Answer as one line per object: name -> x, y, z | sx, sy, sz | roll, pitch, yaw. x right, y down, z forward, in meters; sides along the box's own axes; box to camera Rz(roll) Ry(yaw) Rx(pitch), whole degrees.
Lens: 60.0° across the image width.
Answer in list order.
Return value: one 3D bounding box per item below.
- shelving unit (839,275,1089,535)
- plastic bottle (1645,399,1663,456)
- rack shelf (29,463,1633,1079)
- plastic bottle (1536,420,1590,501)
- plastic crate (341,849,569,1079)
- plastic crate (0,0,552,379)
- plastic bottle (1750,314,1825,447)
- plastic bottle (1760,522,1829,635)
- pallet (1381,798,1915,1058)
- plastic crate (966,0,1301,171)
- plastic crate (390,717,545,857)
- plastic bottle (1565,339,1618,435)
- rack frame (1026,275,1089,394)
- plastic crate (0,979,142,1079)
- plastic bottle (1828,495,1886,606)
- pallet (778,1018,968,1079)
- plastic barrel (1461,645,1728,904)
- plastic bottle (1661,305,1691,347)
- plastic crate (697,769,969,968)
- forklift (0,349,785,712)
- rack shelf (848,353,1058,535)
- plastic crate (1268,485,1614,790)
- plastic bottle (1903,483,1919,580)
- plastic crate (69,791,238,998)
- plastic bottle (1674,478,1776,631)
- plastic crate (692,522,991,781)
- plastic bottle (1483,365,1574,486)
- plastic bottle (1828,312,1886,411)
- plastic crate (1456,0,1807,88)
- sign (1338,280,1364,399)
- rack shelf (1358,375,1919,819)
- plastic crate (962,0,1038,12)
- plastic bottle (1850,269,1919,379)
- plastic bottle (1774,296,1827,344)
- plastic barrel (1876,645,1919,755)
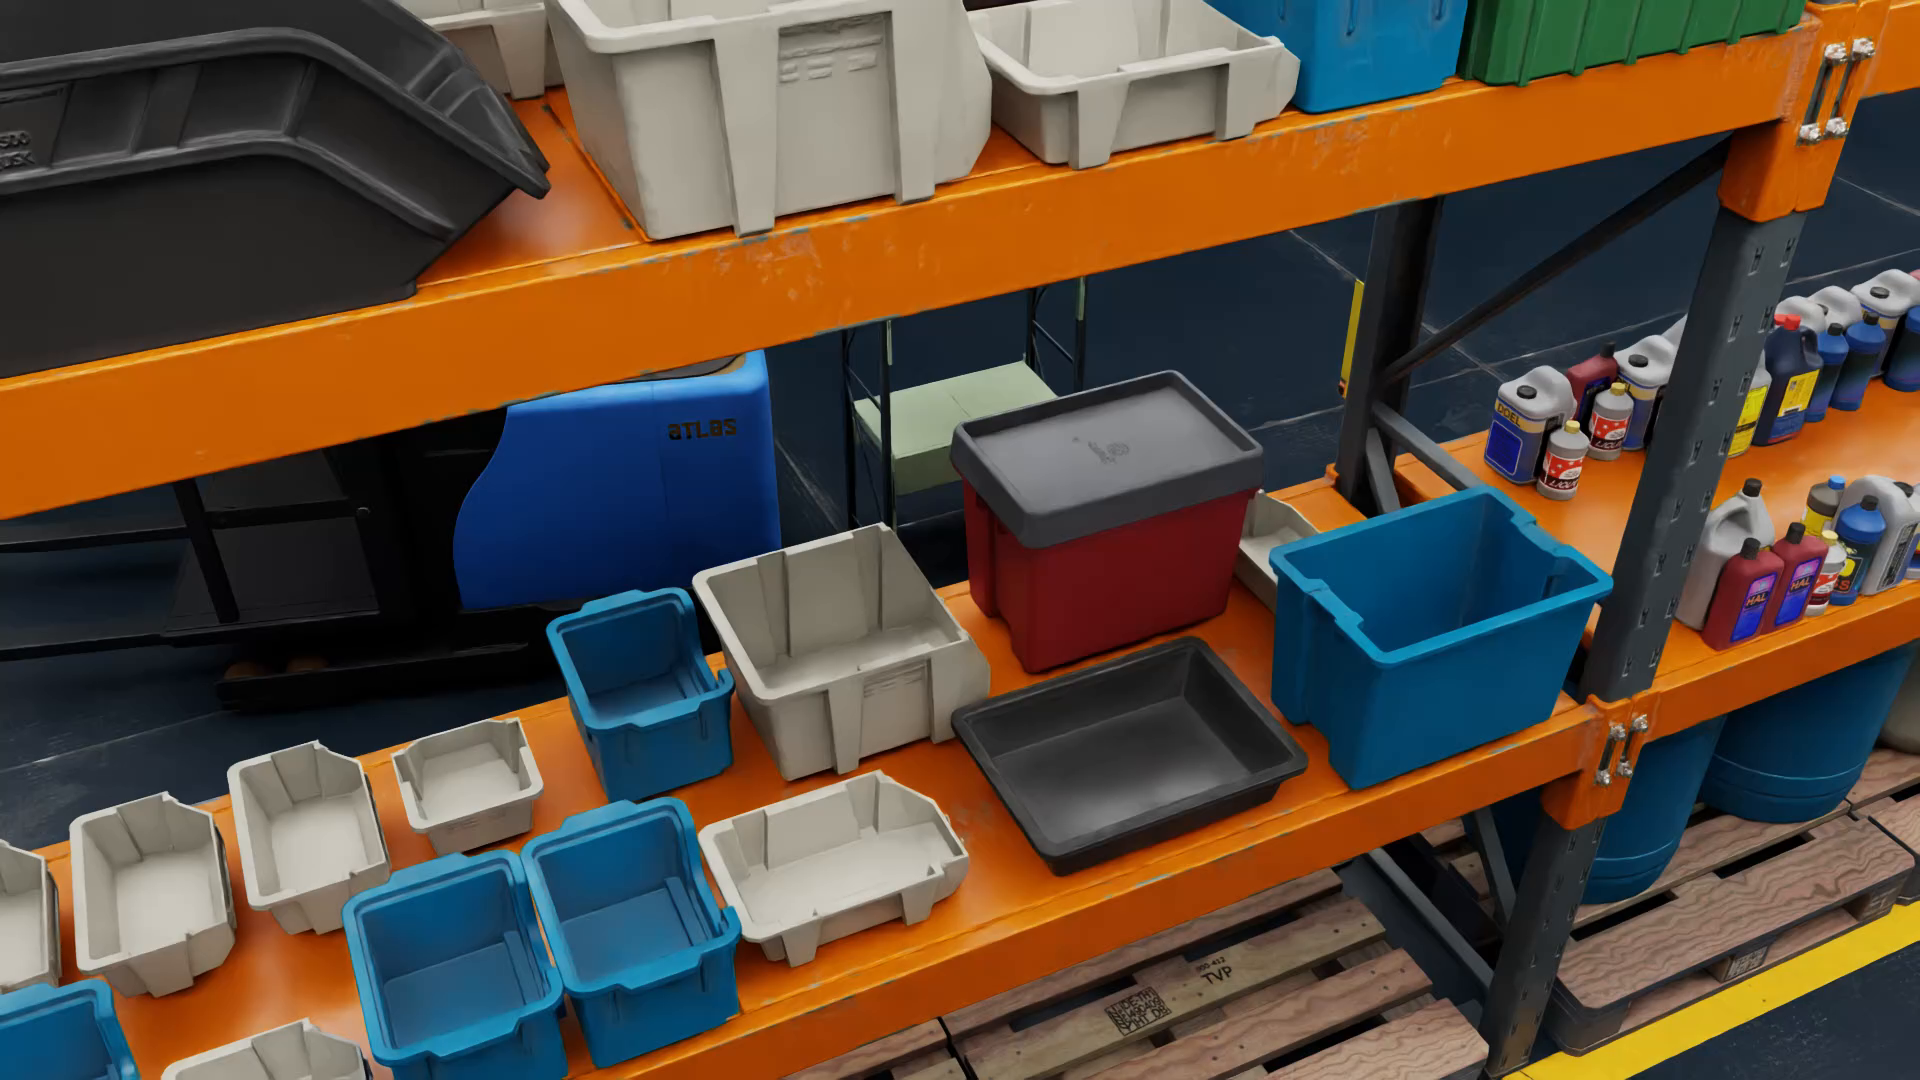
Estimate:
shelving unit -> 0.006, -0.604, 5.805 | 0.755, 1.500, 0.431 | -16, 39, -20
plastic bottle -> 1.849, -0.300, 4.303 | 0.097, 0.201, 0.097 | 0, 37, 0
rack shelf -> -0.581, 0.720, 3.366 | 4.000, 0.370, 1.077 | -16, 39, -20
plastic bottle -> 1.519, -0.207, 4.178 | 0.097, 0.201, 0.097 | 0, 37, 0
plastic crate -> -0.836, 0.762, 2.795 | 0.300, 0.233, 0.416 | -16, 39, -20
plastic crate -> -0.892, -0.481, 1.915 | 0.767, 0.338, 0.504 | -16, 39, -20
plastic bottle -> 2.151, -0.434, 4.358 | 0.185, 0.351, 0.144 | -16, 39, -20
plastic bottle -> 1.863, 0.075, 3.729 | 0.133, 0.283, 0.061 | -16, 39, -20
pallet -> 1.945, 0.872, 4.897 | 1.213, 0.211, 1.003 | -16, 39, -20
plastic crate -> 0.240, -0.647, 2.308 | 0.466, 0.136, 0.293 | -16, 39, -20
plastic crate -> -0.960, 0.481, 3.255 | 0.250, 0.136, 0.298 | -16, 39, -20
plastic bottle -> 1.639, -0.386, 4.350 | 0.133, 0.283, 0.061 | -16, 39, -20
rack frame -> 0.337, -0.697, 5.930 | 0.023, 1.500, 0.400 | -16, 39, -20
plastic crate -> -1.432, 0.929, 2.570 | 0.300, 0.233, 0.416 | -16, 39, -20
plastic bottle -> 2.048, 0.016, 3.818 | 0.097, 0.271, 0.097 | 0, 37, 0
pallet -> -0.526, 1.563, 3.966 | 1.213, 0.211, 1.003 | -16, 39, -20
plastic barrel -> 1.729, 0.470, 4.507 | 0.708, 0.901, 0.600 | -16, 39, -20
plastic bottle -> 1.922, -0.465, 4.400 | 0.185, 0.351, 0.144 | -16, 39, -20
plastic crate -> -0.219, 0.609, 3.082 | 0.466, 0.136, 0.293 | -16, 39, -20
forklift -> -2.153, -0.951, 5.072 | 3.031, 2.935, 1.130 | -6, 37, -8
rack shelf -> 0.006, -0.342, 6.000 | 0.720, 0.370, 0.431 | -16, 39, -20
plastic crate -> 0.952, 0.209, 3.413 | 0.575, 0.384, 0.392 | -16, 39, -20
plastic bottle -> 2.258, -0.043, 3.898 | 0.097, 0.271, 0.097 | 0, 37, 0
plastic crate -> -1.462, 0.649, 3.028 | 0.243, 0.136, 0.396 | -16, 39, -20
plastic bottle -> 1.722, 0.020, 3.747 | 0.185, 0.351, 0.144 | -16, 39, -20
plastic crate -> -0.231, 0.235, 3.464 | 0.530, 0.282, 0.437 | -16, 39, -20
plastic bottle -> 1.449, -0.300, 4.240 | 0.135, 0.276, 0.152 | -16, 39, -20
plastic bottle -> 2.428, -0.489, 4.500 | 0.097, 0.271, 0.097 | 0, 37, 0
plastic crate -> 0.974, -0.925, 2.639 | 0.662, 0.188, 0.450 | -16, 39, -20
sign -> 0.997, -0.484, 4.152 | 0.005, 0.325, 0.100 | -16, 39, -20
rack shelf -> 3.040, -0.293, 4.731 | 4.000, 0.370, 1.077 | -16, 39, -20
plastic crate -> -0.012, -1.061, 2.754 | 0.590, 0.269, 0.497 | -16, 39, -20
plastic bottle -> 2.568, -0.613, 4.662 | 0.135, 0.276, 0.152 | -16, 39, -20
plastic bottle -> 2.236, -0.520, 4.537 | 0.135, 0.276, 0.152 | -16, 39, -20
plastic barrel -> 2.919, 0.353, 4.992 | 0.421, 0.512, 0.421 | 0, 37, 0
